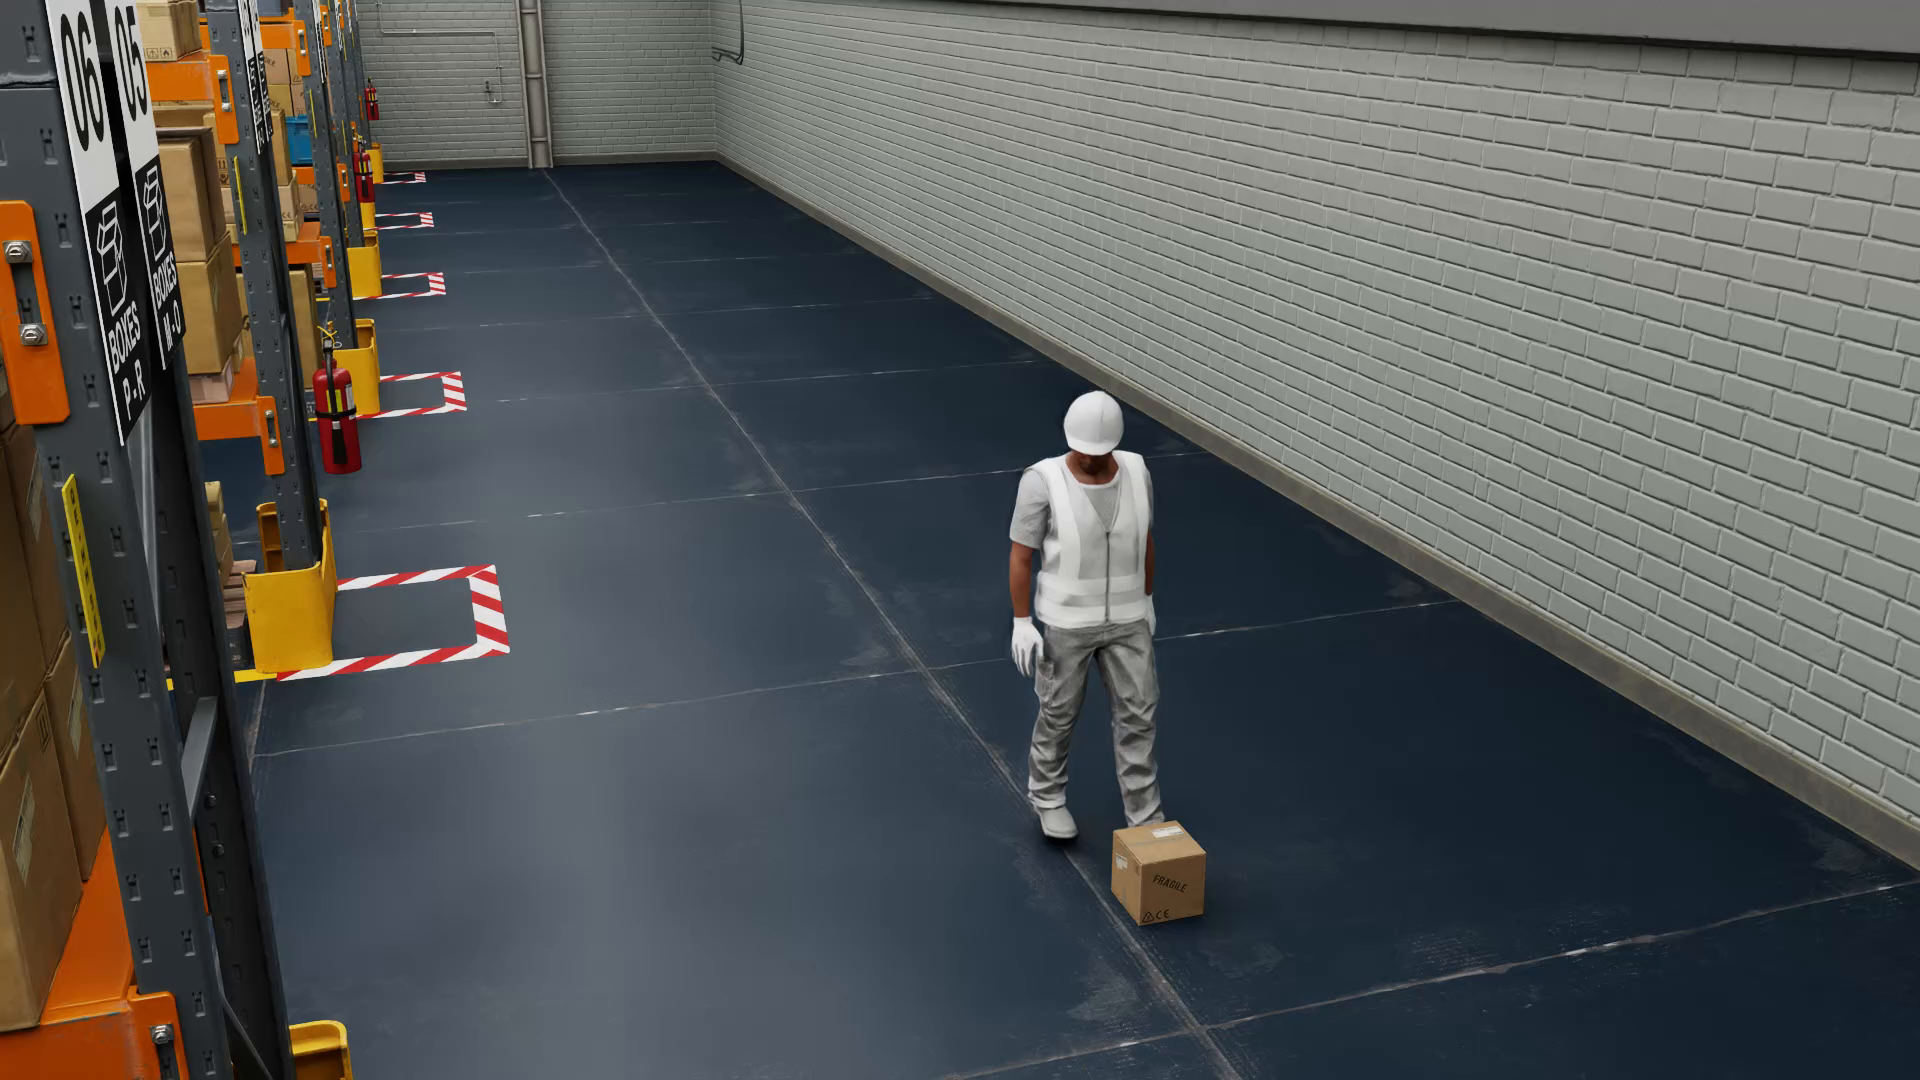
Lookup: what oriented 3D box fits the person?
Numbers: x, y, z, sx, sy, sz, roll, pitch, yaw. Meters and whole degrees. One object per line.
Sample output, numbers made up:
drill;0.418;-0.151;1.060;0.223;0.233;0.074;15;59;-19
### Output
person;0.475;-0.037;6.011;0.615;1.054;0.362;-6;20;-17
